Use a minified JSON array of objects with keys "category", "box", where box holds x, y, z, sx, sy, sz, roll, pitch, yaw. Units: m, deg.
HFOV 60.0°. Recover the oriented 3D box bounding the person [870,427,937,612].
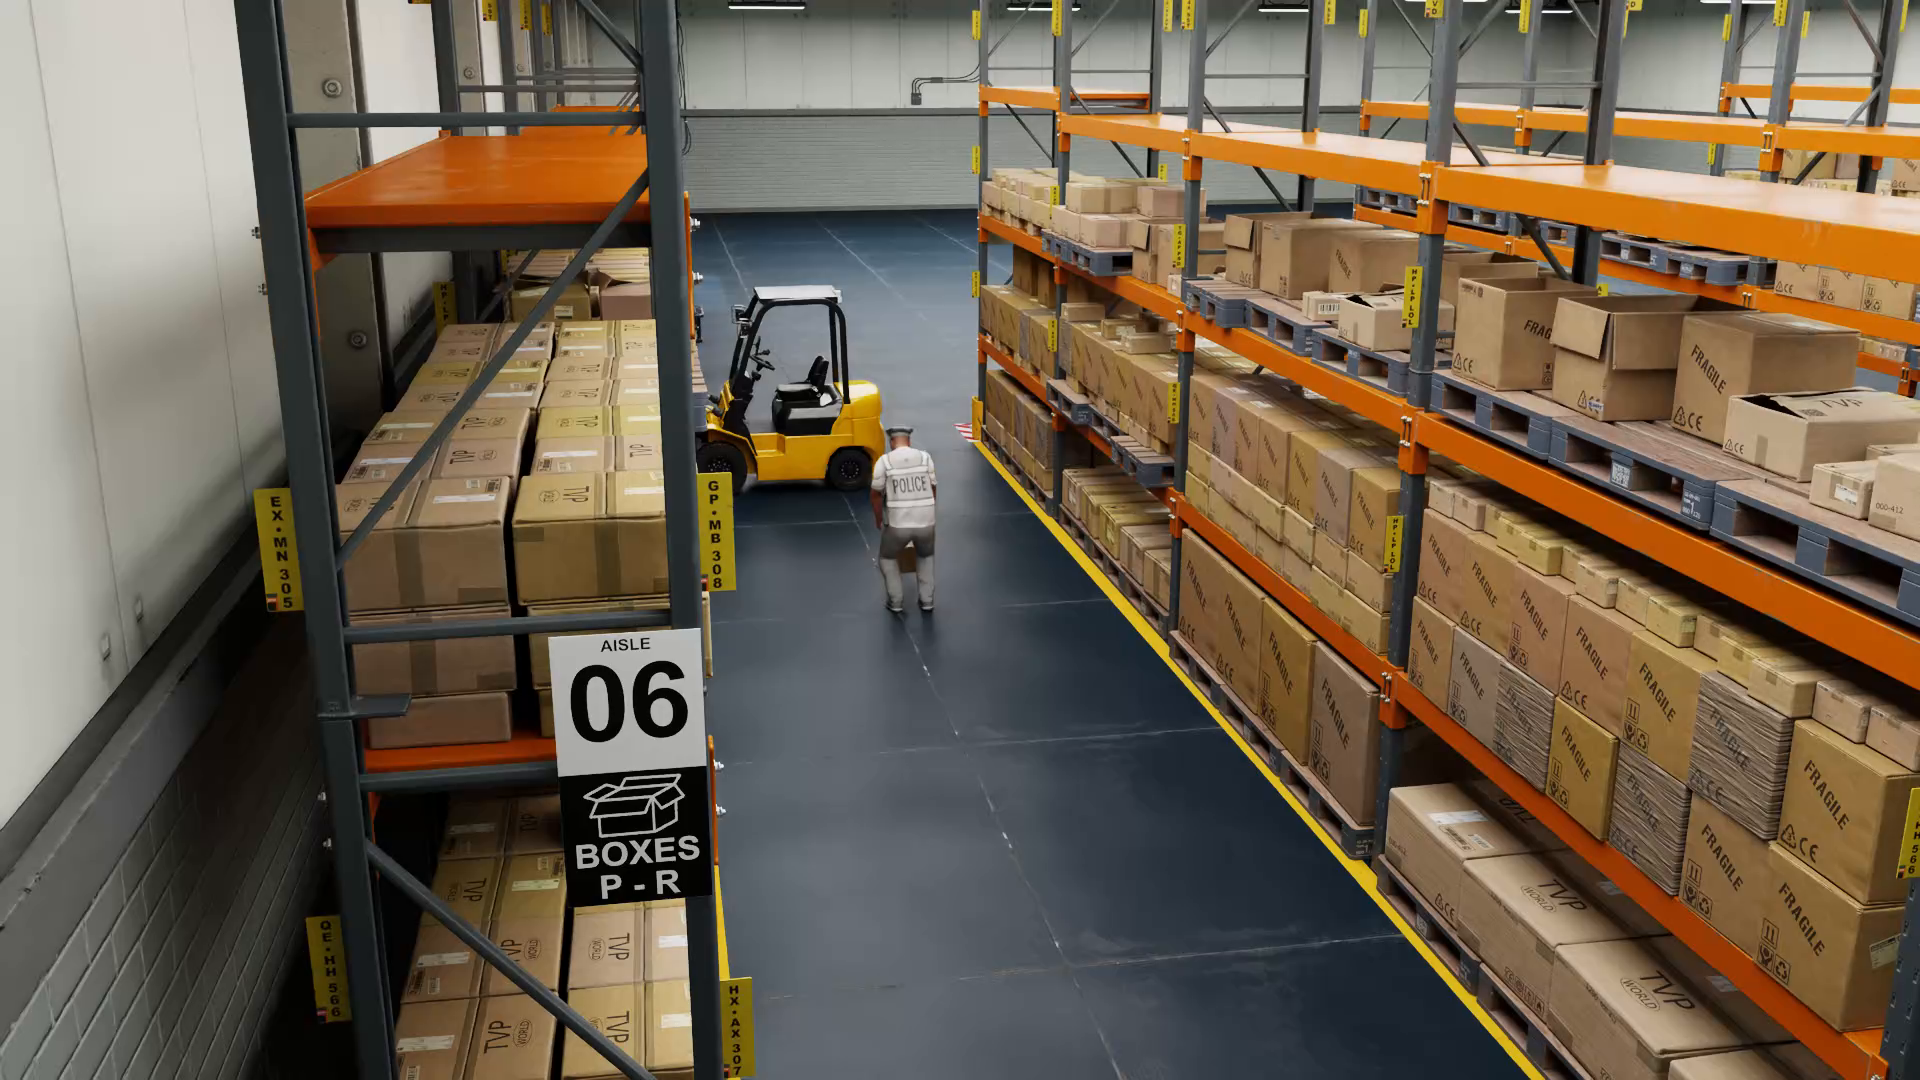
[{"category":"person","box":[-0.483,-0.173,14.425,0.581,1.594,0.658,-3,16,-10]}]
